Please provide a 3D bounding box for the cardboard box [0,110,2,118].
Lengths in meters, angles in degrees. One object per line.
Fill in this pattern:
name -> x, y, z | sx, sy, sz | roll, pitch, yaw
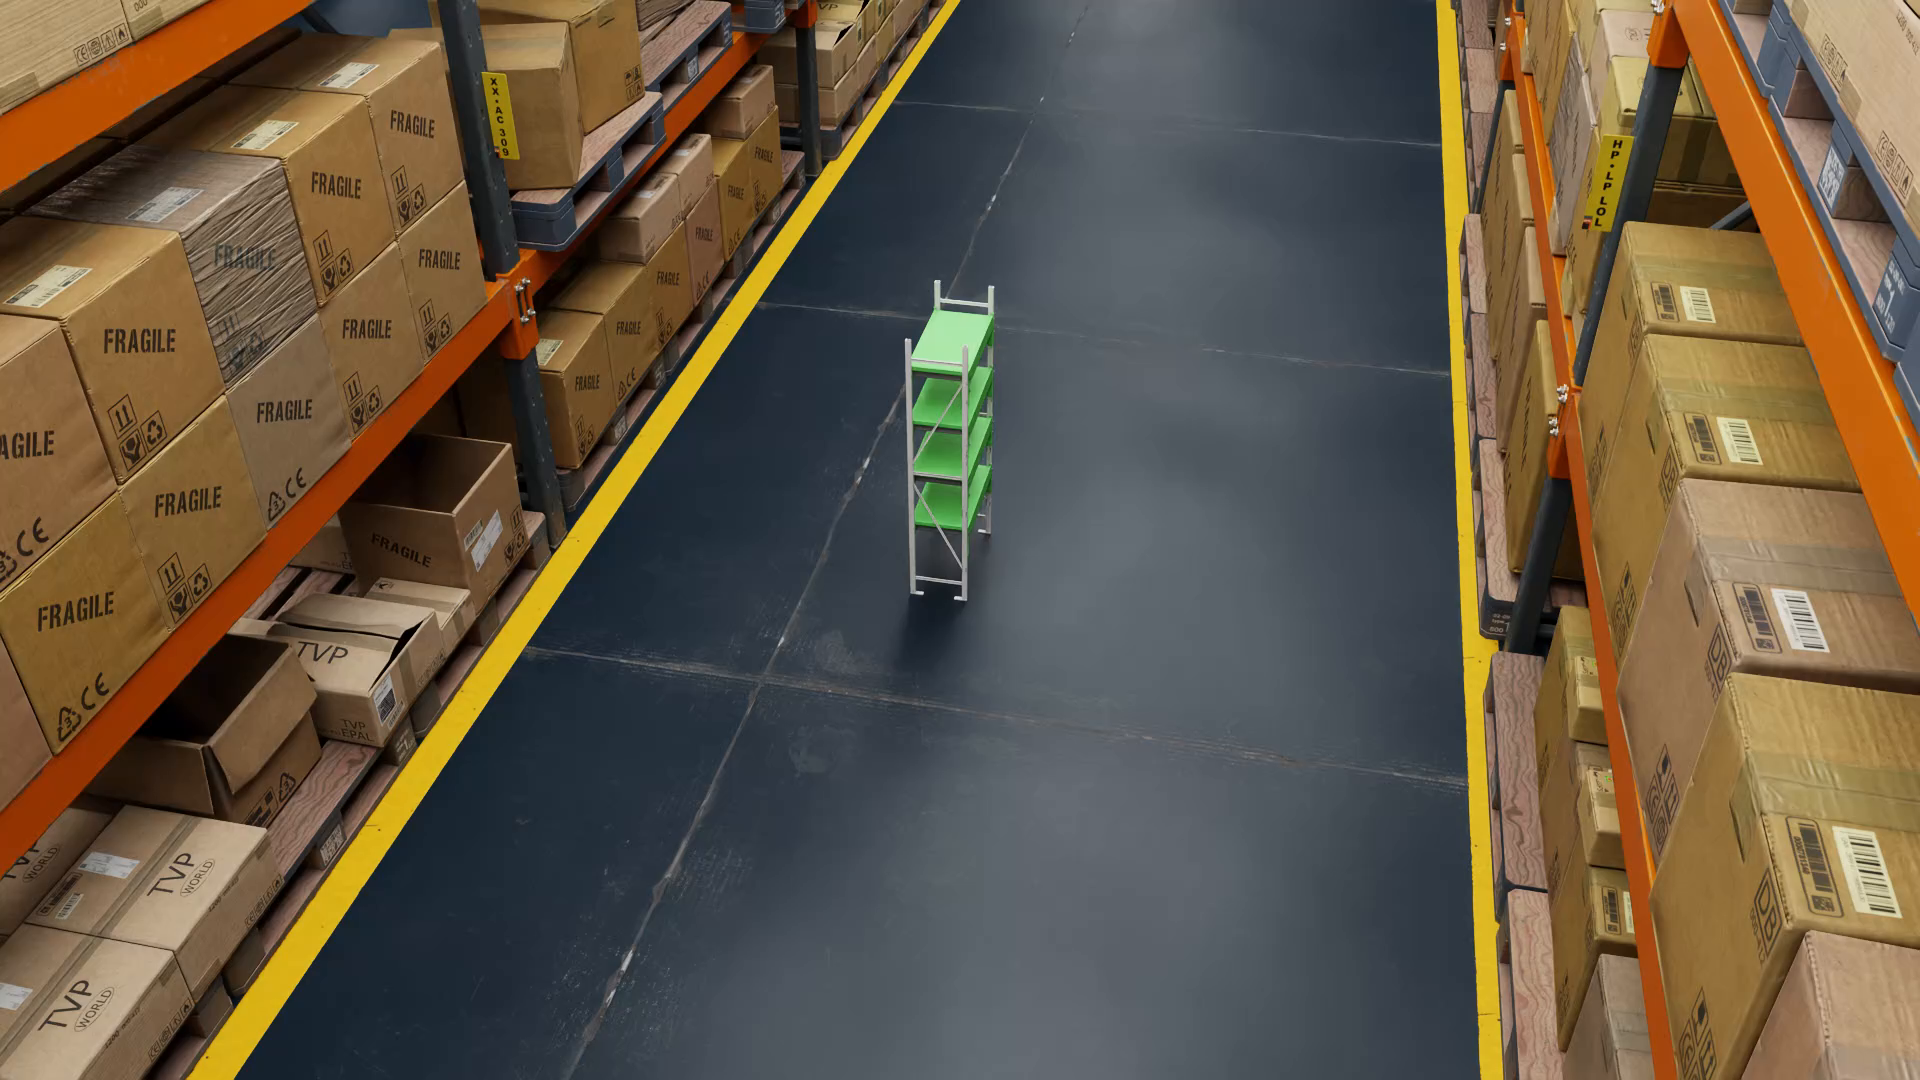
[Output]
cardboard box -> -2.491, -0.962, 3.593 | 0.500, 0.250, 0.500 | 7, 37, 10

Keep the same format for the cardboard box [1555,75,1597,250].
cardboard box -> 2.573, -1.407, 6.279 | 0.500, 0.500, 0.500 | 8, 37, 10

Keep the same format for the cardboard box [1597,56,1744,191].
cardboard box -> 2.471, -1.420, 5.659 | 0.500, 0.250, 0.500 | 8, 37, 11

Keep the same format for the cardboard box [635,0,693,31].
cardboard box -> -1.771, -2.895, 8.245 | 0.700, 0.500, 0.500 | 14, 38, 19

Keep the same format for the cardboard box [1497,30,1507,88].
cardboard box -> 3.880, -3.095, 10.720 | 0.700, 0.500, 0.500 | 7, 37, 10

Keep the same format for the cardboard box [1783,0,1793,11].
cardboard box -> 2.093, -1.359, 3.697 | 0.500, 0.250, 0.500 | 7, 36, 9

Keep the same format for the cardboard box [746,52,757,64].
cardboard box -> -1.493, -3.175, 10.582 | 0.500, 0.311, 0.500 | 8, 37, 11

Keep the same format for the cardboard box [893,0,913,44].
cardboard box -> -0.644, -3.761, 11.868 | 0.500, 0.250, 0.500 | 8, 37, 11

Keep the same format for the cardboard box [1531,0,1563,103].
cardboard box -> 2.894, -2.280, 7.484 | 0.500, 0.500, 0.500 | 7, 37, 10

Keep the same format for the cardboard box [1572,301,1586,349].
cardboard box -> 2.417, -0.783, 5.972 | 0.380, 0.149, 0.250 | 8, 37, 10

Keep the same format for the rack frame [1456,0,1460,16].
rack frame -> 4.330, -5.234, 11.916 | 1.000, 3.000, 0.127 | 7, 37, 10

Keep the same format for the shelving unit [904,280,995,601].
shelving unit -> -0.035, -0.391, 6.767 | 0.258, 1.200, 0.503 | 7, 37, 10

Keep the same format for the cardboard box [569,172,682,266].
cardboard box -> -1.664, -1.556, 7.957 | 0.500, 0.250, 0.500 | 7, 37, 10

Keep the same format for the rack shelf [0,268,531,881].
rack shelf -> -2.646, 0.171, 5.071 | 1.077, 0.370, 4.000 | 7, 37, 10

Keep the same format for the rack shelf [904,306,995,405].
rack shelf -> -0.035, -0.728, 6.523 | 0.258, 0.148, 0.480 | 7, 37, 10

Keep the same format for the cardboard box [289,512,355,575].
cardboard box -> -2.520, -0.142, 6.807 | 0.500, 0.311, 0.500 | 7, 37, 10

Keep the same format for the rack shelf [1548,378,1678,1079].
rack shelf -> 2.194, 0.790, 4.217 | 1.077, 0.370, 4.000 | 7, 37, 10

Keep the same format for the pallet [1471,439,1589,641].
pallet -> 2.712, 0.030, 7.029 | 1.003, 0.211, 1.213 | 7, 37, 10

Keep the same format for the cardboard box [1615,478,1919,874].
cardboard box -> 2.182, 0.376, 3.920 | 0.980, 0.700, 0.700 | 6, 36, 8

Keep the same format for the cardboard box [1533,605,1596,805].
cardboard box -> 2.361, 0.610, 5.624 | 0.700, 0.500, 0.500 | 8, 37, 11

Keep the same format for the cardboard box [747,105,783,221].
cardboard box -> -1.335, -2.160, 9.430 | 0.500, 0.500, 0.500 | 9, 37, 12

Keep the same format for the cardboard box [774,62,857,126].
cardboard box -> -0.966, -2.880, 10.653 | 0.500, 0.250, 0.500 | 7, 37, 10

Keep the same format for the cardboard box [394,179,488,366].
cardboard box -> -2.075, -0.988, 5.972 | 0.500, 0.500, 0.500 | 8, 37, 11

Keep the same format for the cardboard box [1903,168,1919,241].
cardboard box -> 1.774, -0.471, 2.472 | 0.500, 0.250, 0.500 | 6, 36, 8

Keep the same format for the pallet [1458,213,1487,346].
pallet -> 3.233, -1.369, 8.959 | 1.003, 0.211, 1.213 | 7, 37, 10

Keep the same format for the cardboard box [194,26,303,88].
cardboard box -> -2.595, -1.477, 5.795 | 0.500, 0.500, 0.500 | 8, 37, 11

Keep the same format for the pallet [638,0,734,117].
pallet -> -1.776, -2.367, 8.123 | 1.003, 0.211, 1.213 | 7, 37, 10

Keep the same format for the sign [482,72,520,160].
sign -> -1.687, -1.553, 6.100 | 0.100, 0.325, 0.005 | 7, 37, 10

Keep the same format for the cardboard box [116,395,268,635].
cardboard box -> -2.398, -0.105, 4.754 | 0.500, 0.500, 0.500 | 8, 37, 11

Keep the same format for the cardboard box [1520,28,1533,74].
cardboard box -> 2.977, -2.402, 8.206 | 0.380, 0.149, 0.250 | 8, 37, 11

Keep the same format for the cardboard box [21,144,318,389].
cardboard box -> -2.289, -0.807, 4.870 | 0.500, 0.500, 0.500 | 8, 37, 10

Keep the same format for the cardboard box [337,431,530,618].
cardboard box -> -2.064, -0.070, 6.546 | 0.500, 0.500, 0.500 | 7, 37, 10

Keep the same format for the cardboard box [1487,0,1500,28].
cardboard box -> 4.189, -3.976, 11.935 | 0.700, 0.500, 0.500 | 9, 37, 12

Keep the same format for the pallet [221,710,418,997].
pallet -> -2.625, 0.958, 5.749 | 1.003, 0.211, 1.213 | 7, 37, 10

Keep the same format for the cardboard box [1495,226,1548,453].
cardboard box -> 2.820, -0.846, 7.336 | 0.750, 0.750, 0.750 | 8, 37, 11

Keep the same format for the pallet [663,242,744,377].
pallet -> -1.824, -1.310, 8.878 | 1.003, 0.211, 1.213 | 7, 37, 10

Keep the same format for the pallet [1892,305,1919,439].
pallet -> 1.915, 0.040, 2.158 | 1.003, 0.211, 1.213 | 7, 37, 10

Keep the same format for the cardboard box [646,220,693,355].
cardboard box -> -1.661, -1.272, 8.204 | 0.500, 0.500, 0.500 | 8, 37, 11

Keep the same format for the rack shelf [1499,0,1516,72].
rack shelf -> 3.903, -3.796, 10.545 | 1.077, 0.370, 4.000 | 7, 37, 10

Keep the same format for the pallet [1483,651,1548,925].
pallet -> 2.382, 0.907, 5.818 | 1.003, 0.211, 1.213 | 7, 37, 10

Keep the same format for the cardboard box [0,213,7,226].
cardboard box -> -2.924, -0.590, 4.571 | 0.500, 0.500, 0.500 | 8, 37, 11

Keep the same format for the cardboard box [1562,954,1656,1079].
cardboard box -> 2.032, 1.498, 4.399 | 0.700, 0.500, 0.500 | 6, 36, 8

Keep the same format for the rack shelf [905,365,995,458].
rack shelf -> -0.035, -0.534, 6.664 | 0.258, 0.148, 0.480 | 7, 37, 10

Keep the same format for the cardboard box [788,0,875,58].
cardboard box -> -0.862, -3.409, 10.905 | 0.500, 0.311, 0.500 | 6, 36, 9

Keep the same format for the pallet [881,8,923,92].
pallet -> -0.888, -3.595, 12.030 | 1.003, 0.211, 1.213 | 7, 37, 10

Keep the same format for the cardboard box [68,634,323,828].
cardboard box -> -2.615, 0.644, 5.558 | 0.797, 0.503, 0.637 | 7, 37, 10
